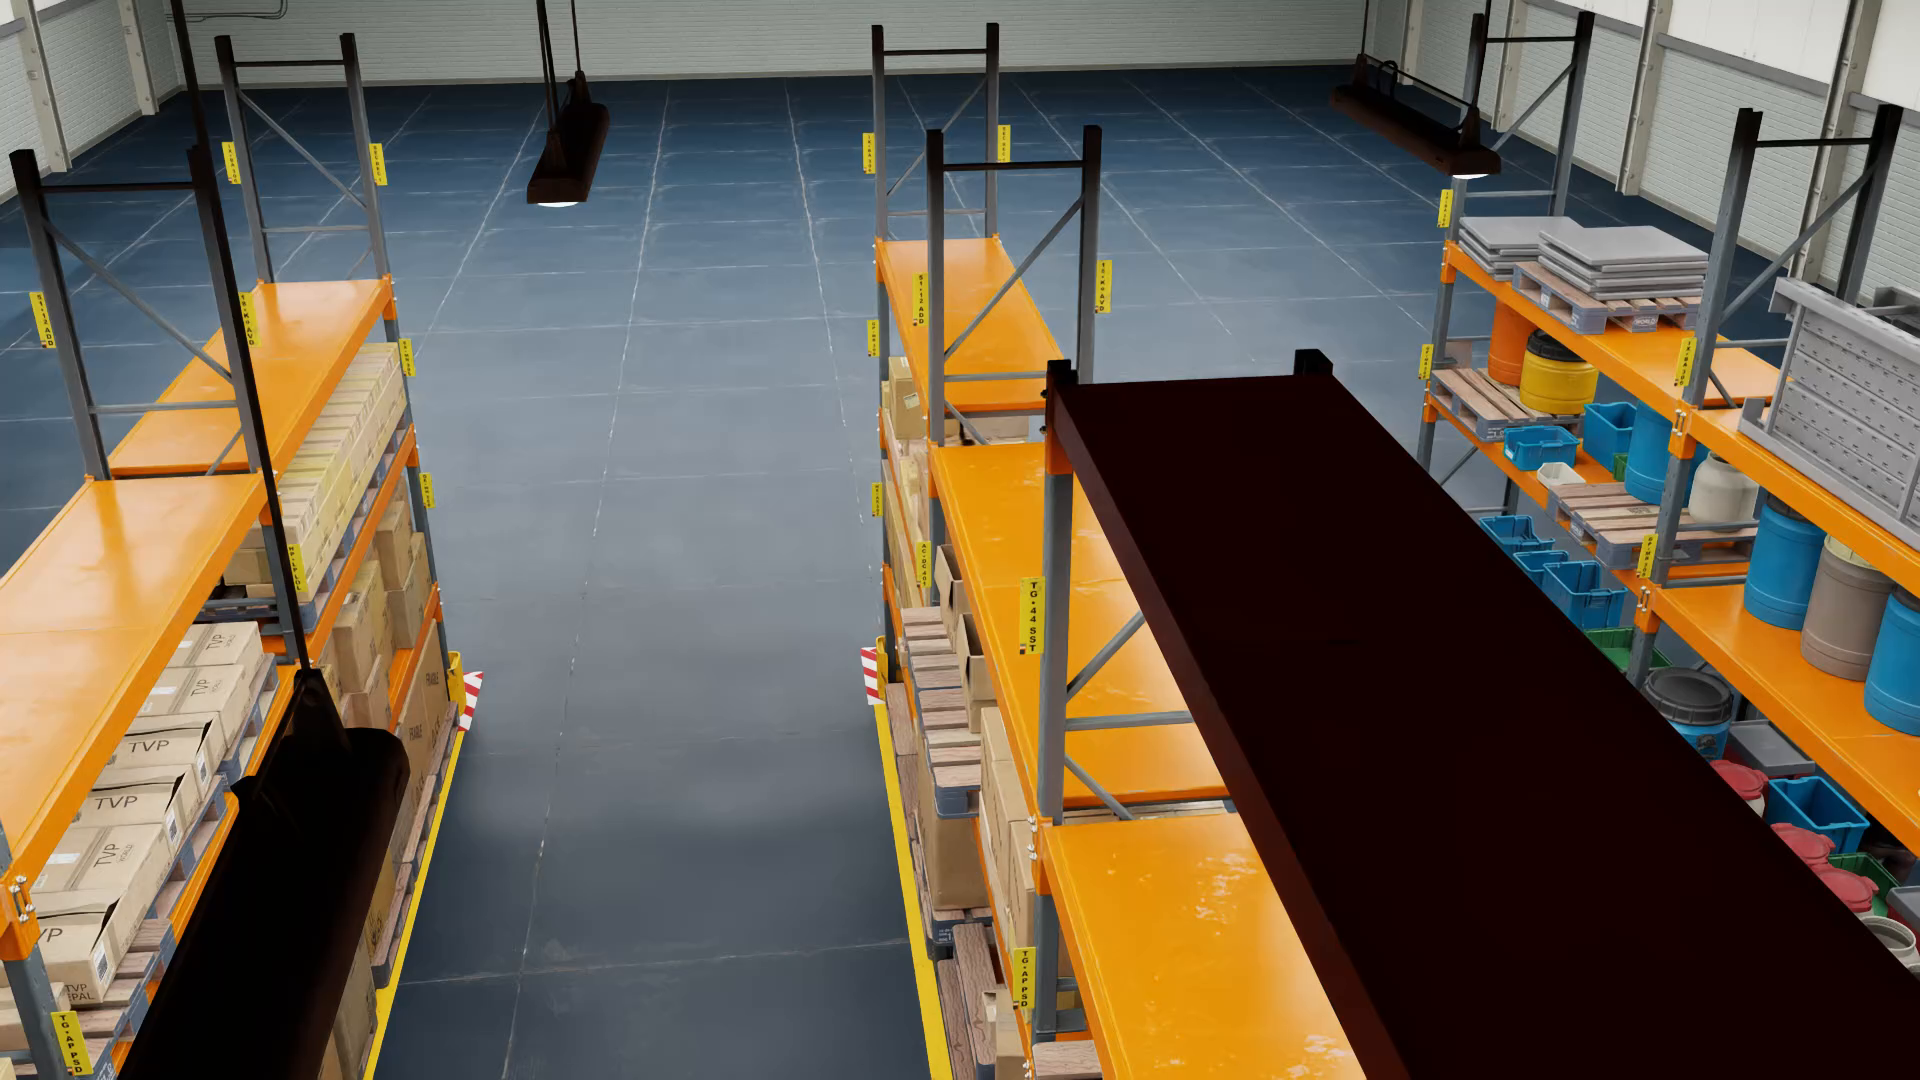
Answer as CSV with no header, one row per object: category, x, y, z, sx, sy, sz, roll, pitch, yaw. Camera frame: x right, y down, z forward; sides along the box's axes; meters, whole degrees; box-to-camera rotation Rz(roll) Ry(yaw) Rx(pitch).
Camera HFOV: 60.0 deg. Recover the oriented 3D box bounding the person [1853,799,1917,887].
person,6.682,2.193,12.008,0.593,1.792,0.591,10,27,21
